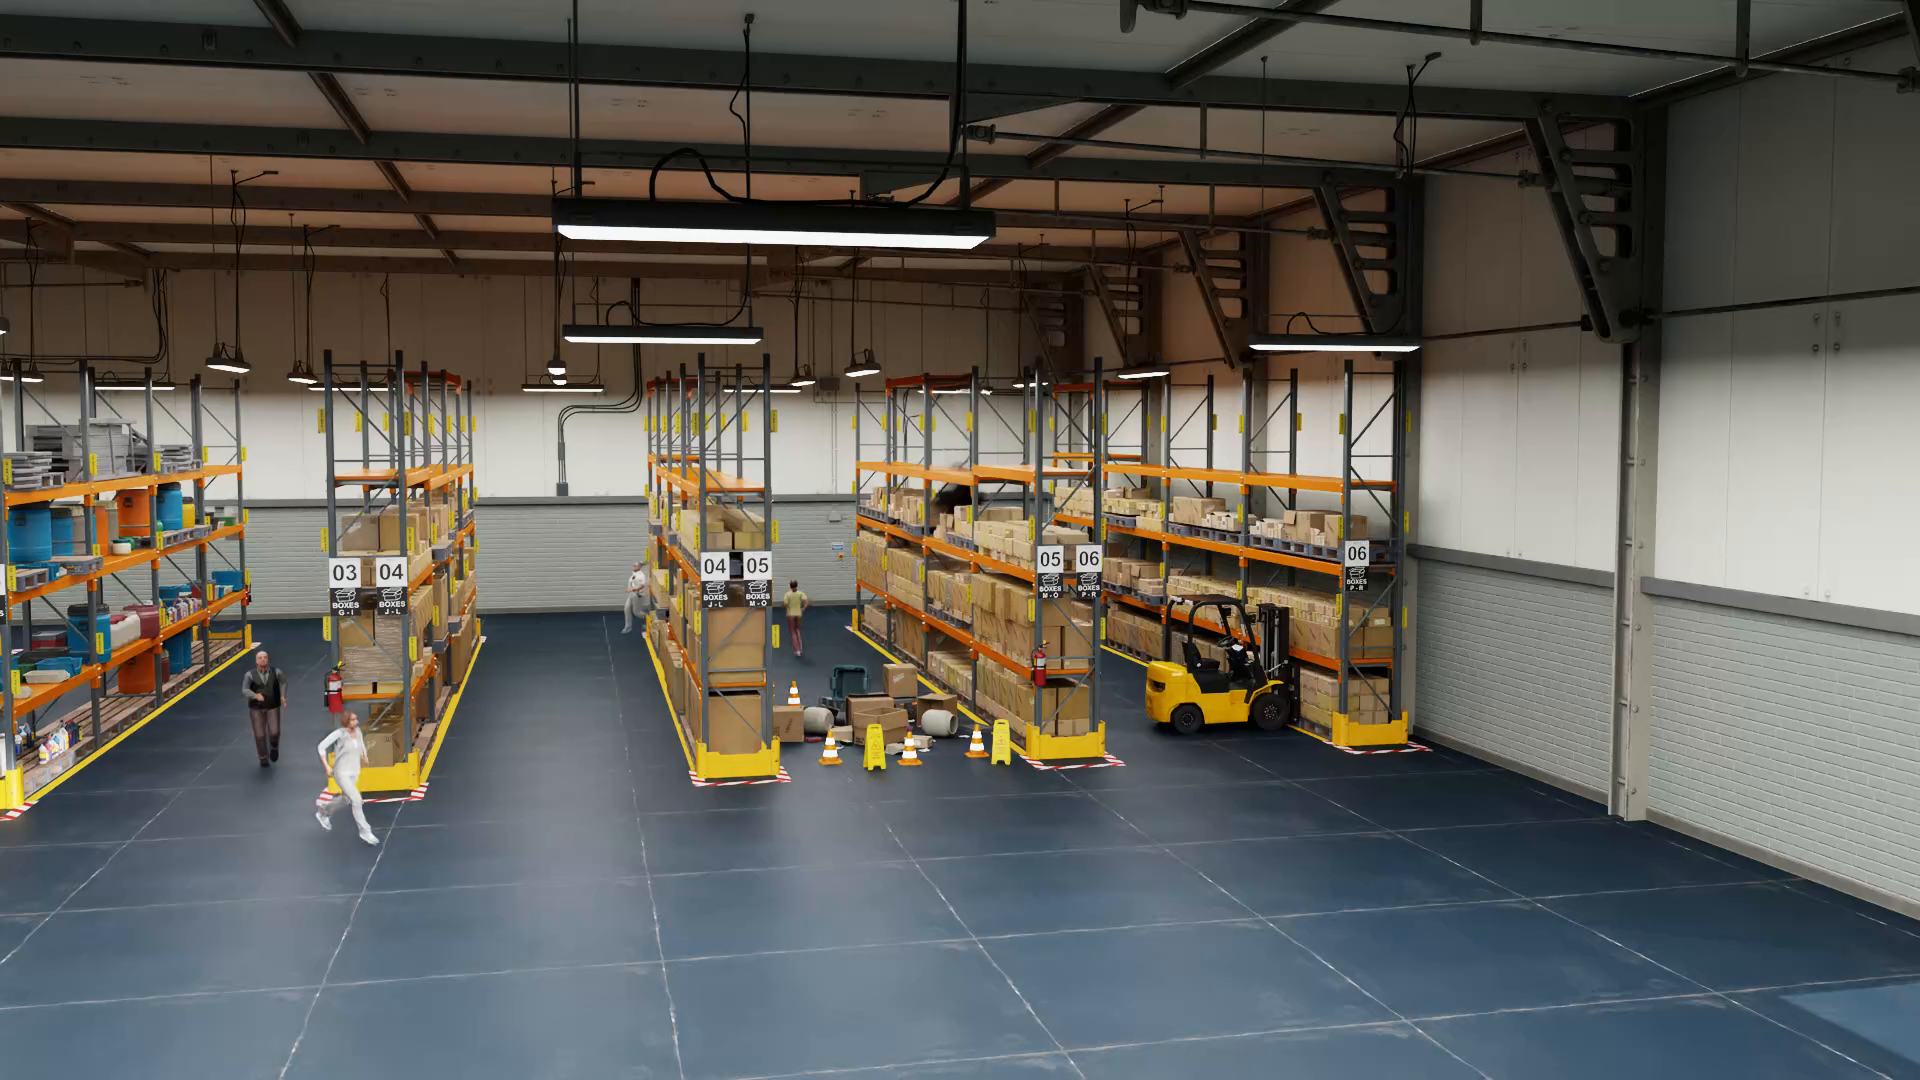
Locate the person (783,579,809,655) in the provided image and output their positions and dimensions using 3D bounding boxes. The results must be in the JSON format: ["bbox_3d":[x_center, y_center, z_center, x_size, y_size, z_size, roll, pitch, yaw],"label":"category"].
[{"bbox_3d":[-3.591,1.663,36.054,0.554,1.642,0.617,-2,4,-25],"label":"person"}]

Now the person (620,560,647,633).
[{"bbox_3d":[-7.727,1.359,39.956,0.832,1.783,0.681,-3,5,-34],"label":"person"}]

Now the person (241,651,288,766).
[{"bbox_3d":[-10.118,2.468,24.236,0.643,1.680,0.603,-2,4,-25],"label":"person"}]

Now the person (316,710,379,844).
[{"bbox_3d":[-7.373,2.820,19.926,0.918,1.596,0.557,2,4,24],"label":"person"}]
